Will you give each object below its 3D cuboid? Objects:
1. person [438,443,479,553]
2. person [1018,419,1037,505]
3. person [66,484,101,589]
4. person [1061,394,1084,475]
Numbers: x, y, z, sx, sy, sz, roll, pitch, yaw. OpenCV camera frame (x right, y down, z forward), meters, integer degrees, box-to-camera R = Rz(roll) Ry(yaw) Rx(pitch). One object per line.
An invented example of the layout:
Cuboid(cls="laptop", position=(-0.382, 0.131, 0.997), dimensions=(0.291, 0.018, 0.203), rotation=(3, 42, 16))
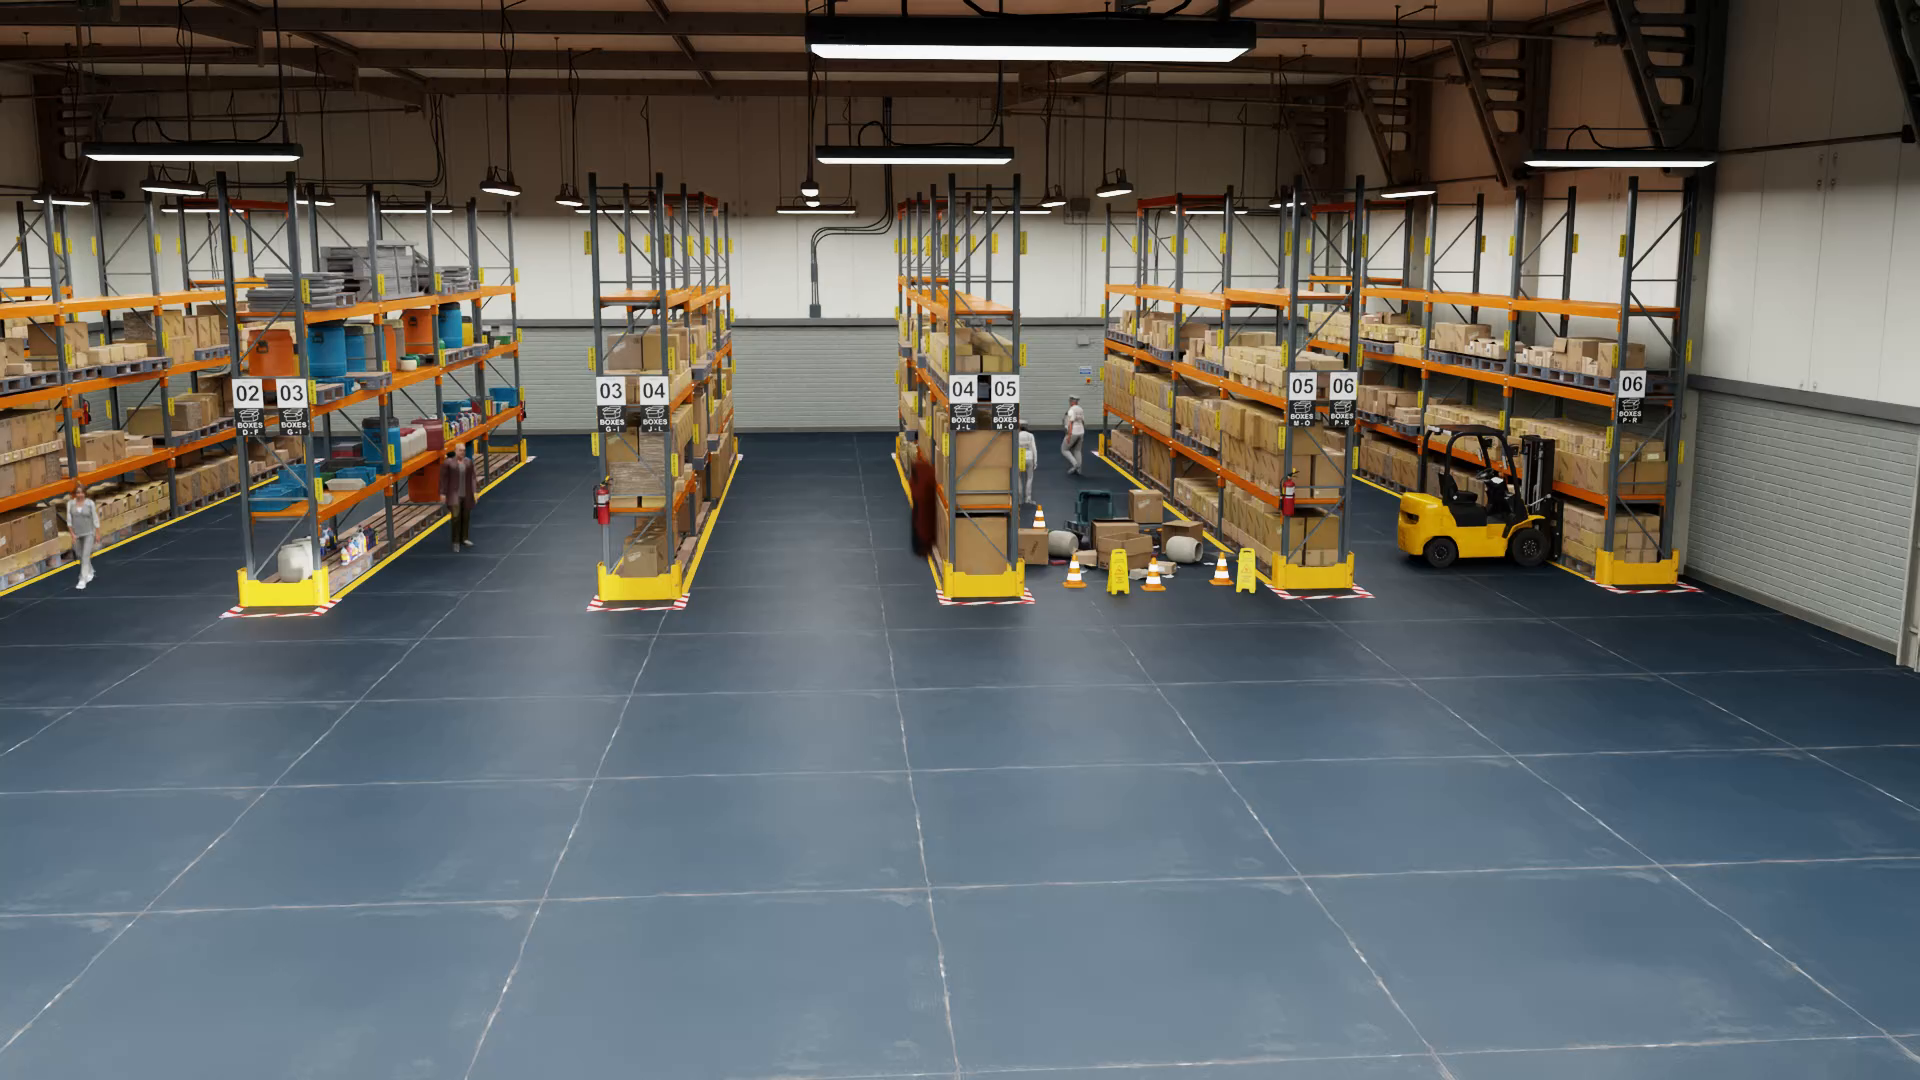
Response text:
Cuboid(cls="person", position=(-8.359, -0.707, 27.708), dimensions=(0.628, 1.844, 0.592), rotation=(-6, 12, -31))
Cuboid(cls="person", position=(1.248, -1.518, 32.511), dimensions=(0.514, 1.679, 0.483), rotation=(0, 10, -1))
Cuboid(cls="person", position=(-13.010, -0.078, 24.655), dimensions=(0.405, 1.520, 0.968), rotation=(-2, 10, -14))
Cuboid(cls="person", position=(2.551, -2.332, 36.821), dimensions=(0.476, 1.764, 0.579), rotation=(8, 13, 40))
